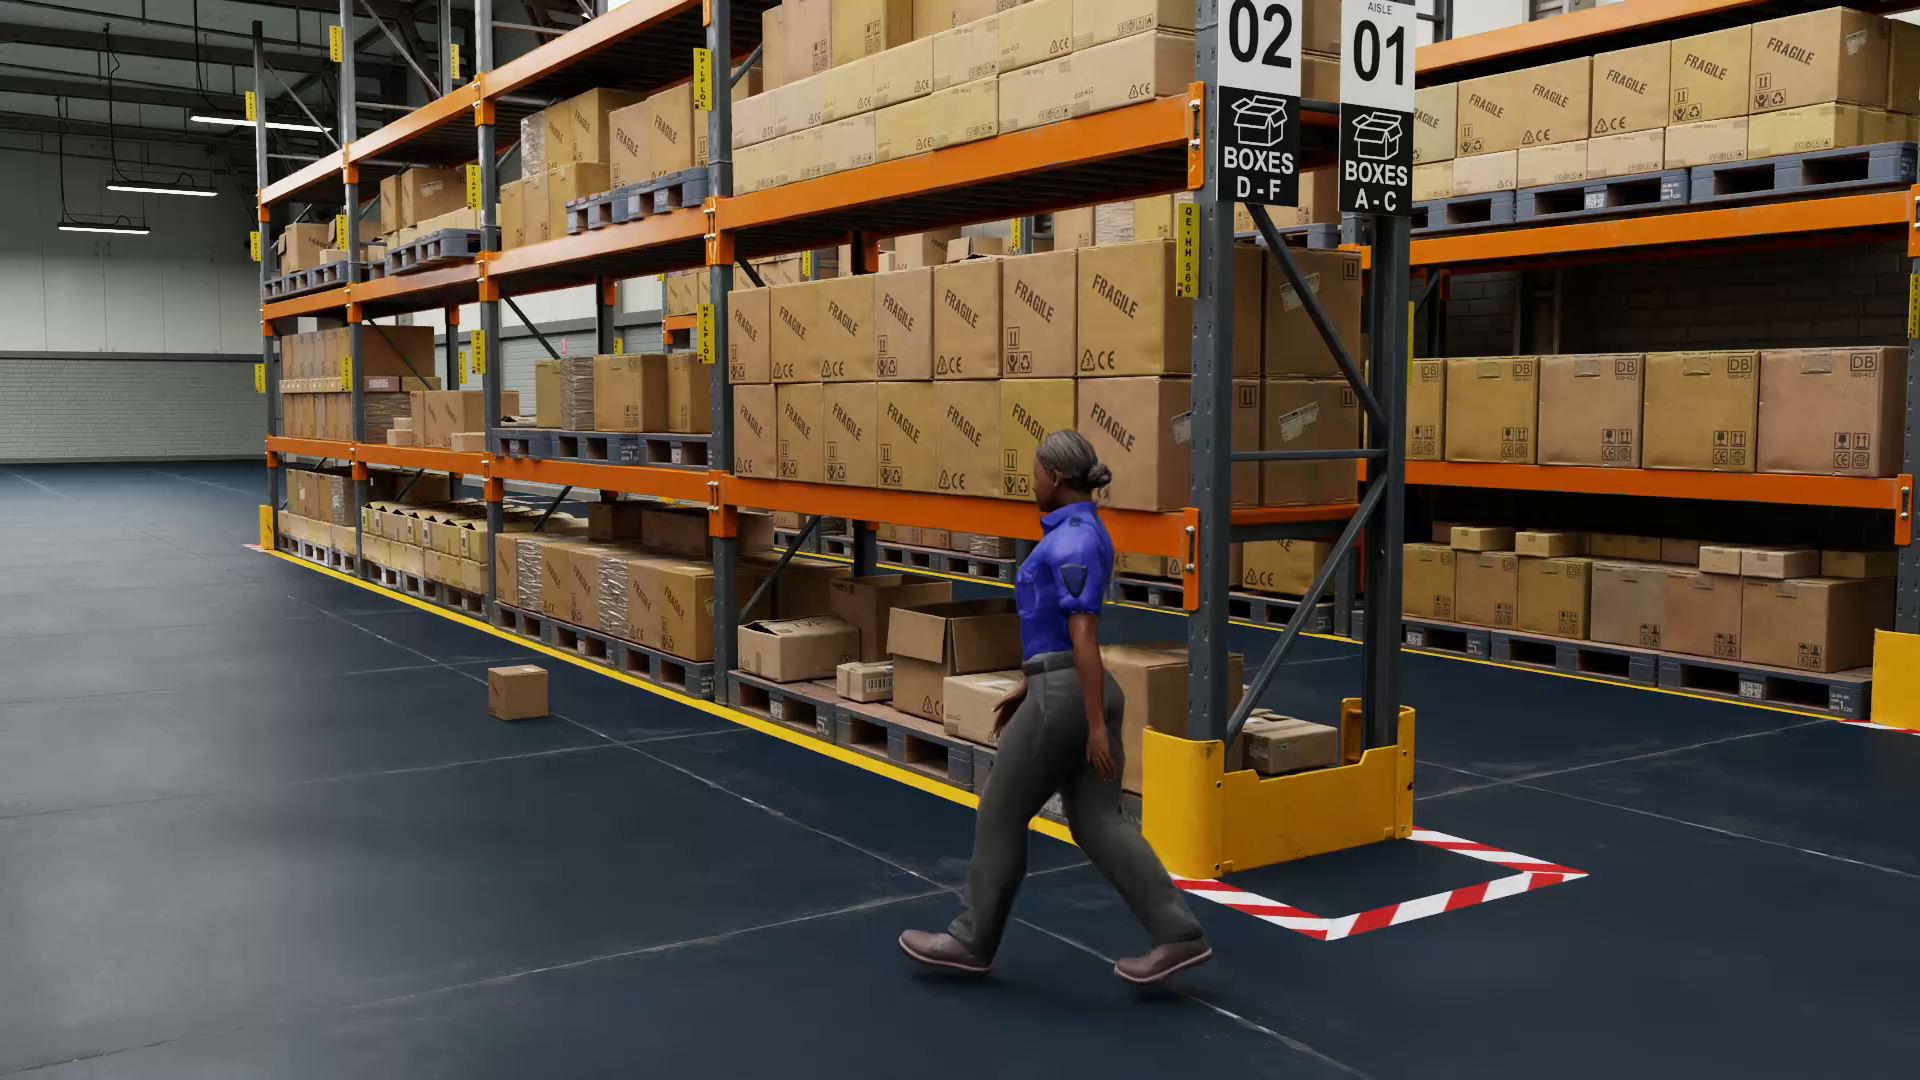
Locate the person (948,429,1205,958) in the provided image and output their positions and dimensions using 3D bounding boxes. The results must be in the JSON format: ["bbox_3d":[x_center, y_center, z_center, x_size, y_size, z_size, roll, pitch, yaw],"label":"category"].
[{"bbox_3d":[0.337,0.456,4.831,0.760,1.552,0.531,1,5,17],"label":"person"}]
